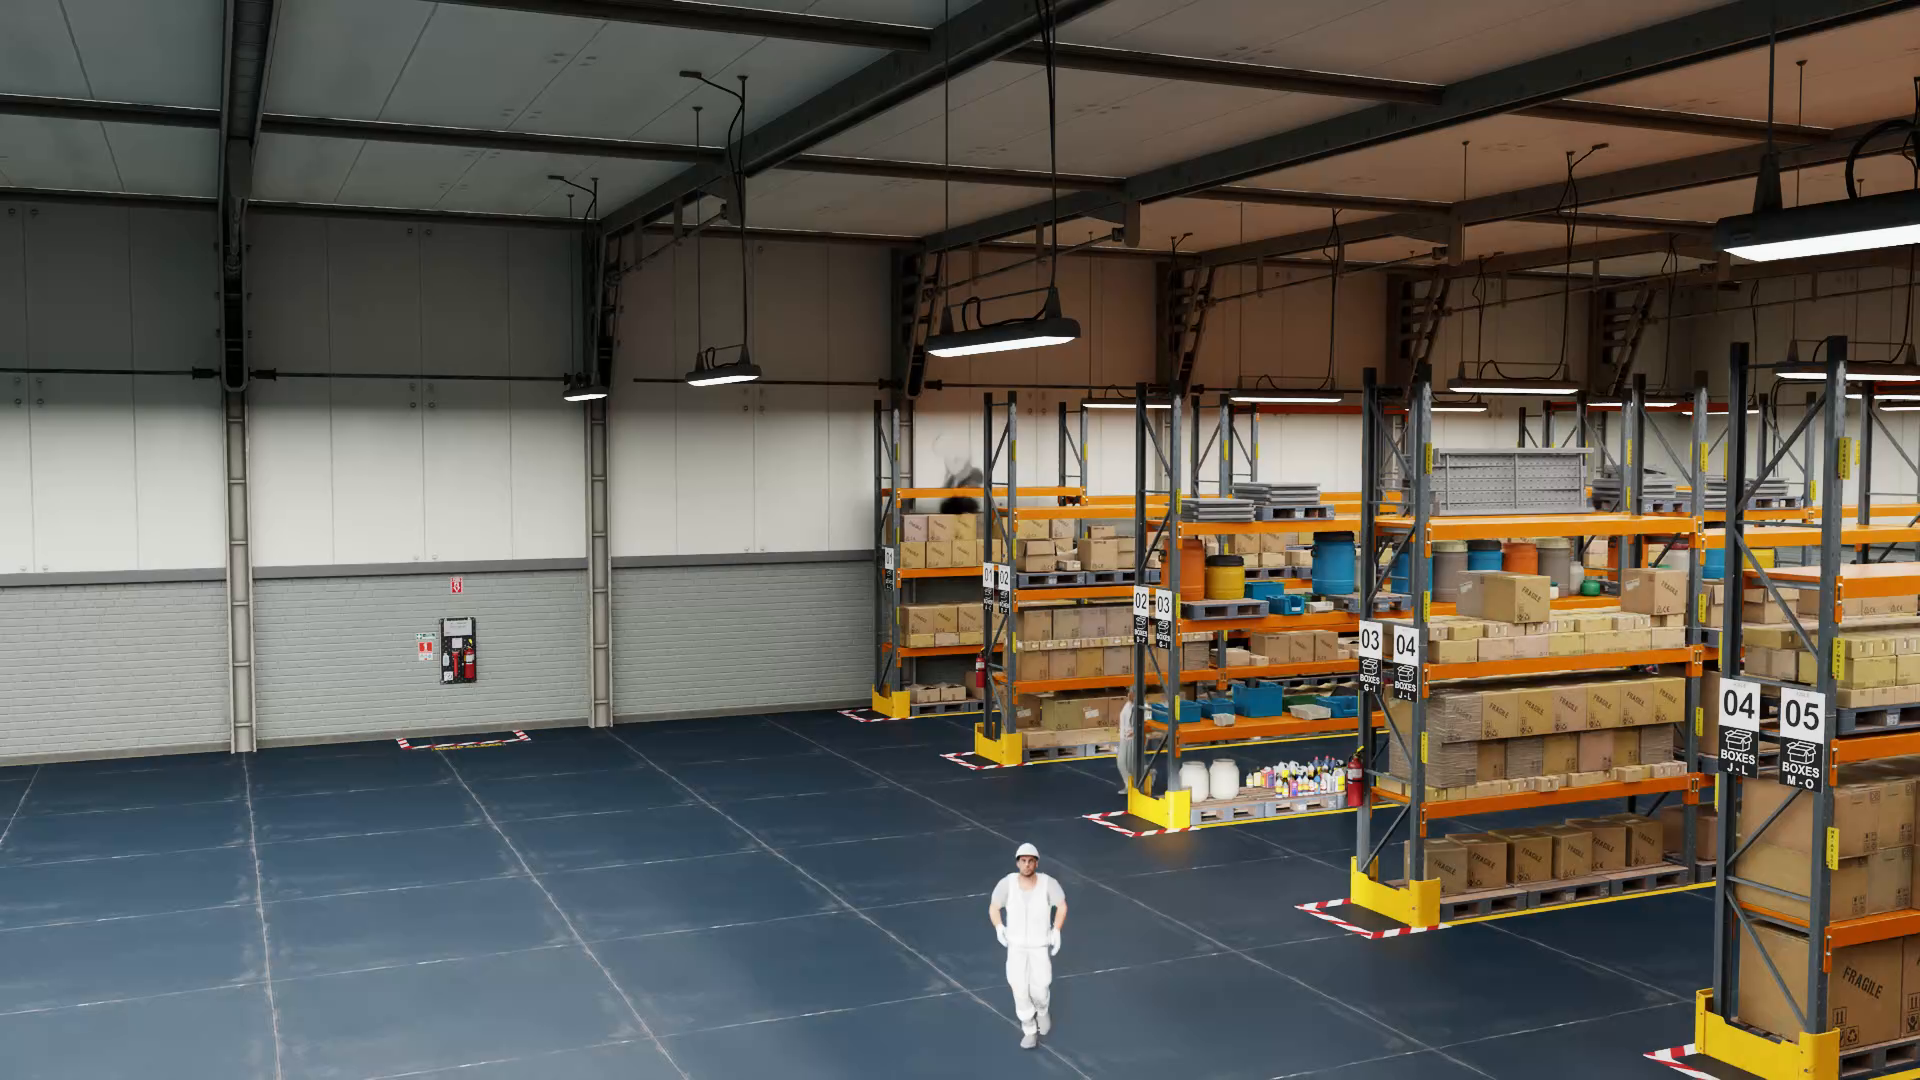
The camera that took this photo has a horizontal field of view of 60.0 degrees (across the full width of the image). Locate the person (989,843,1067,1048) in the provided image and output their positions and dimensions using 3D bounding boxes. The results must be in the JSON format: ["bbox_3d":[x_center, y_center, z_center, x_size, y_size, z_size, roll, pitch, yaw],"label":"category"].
[{"bbox_3d":[0.567,3.458,14.216,0.661,1.745,0.586,1,3,9],"label":"person"}]

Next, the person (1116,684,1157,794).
[{"bbox_3d":[2.576,2.925,24.512,0.604,1.615,0.599,-2,4,-33],"label":"person"}]
